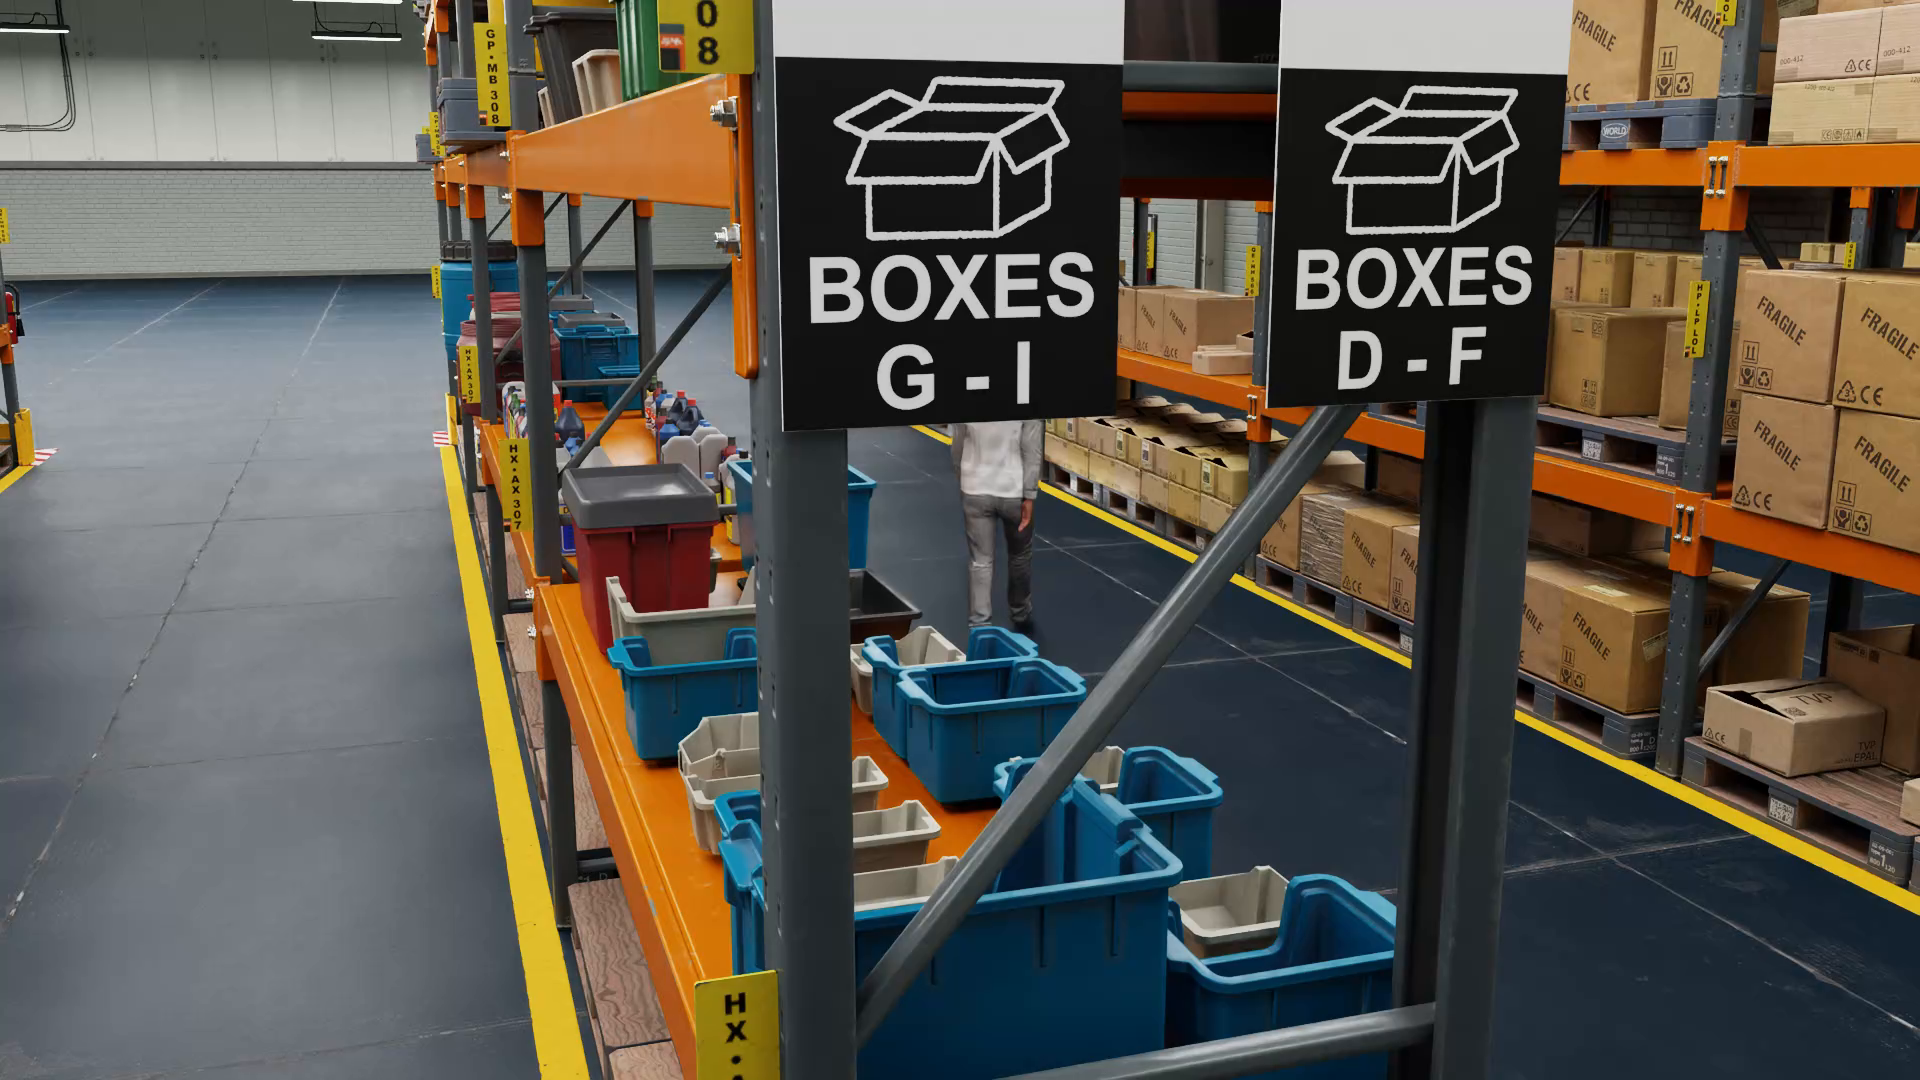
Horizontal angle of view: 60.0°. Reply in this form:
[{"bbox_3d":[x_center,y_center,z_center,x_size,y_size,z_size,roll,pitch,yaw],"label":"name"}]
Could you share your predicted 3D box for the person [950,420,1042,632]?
[{"bbox_3d":[0.214,-0.292,9.758,0.539,1.724,1.032,1,12,6],"label":"person"}]
